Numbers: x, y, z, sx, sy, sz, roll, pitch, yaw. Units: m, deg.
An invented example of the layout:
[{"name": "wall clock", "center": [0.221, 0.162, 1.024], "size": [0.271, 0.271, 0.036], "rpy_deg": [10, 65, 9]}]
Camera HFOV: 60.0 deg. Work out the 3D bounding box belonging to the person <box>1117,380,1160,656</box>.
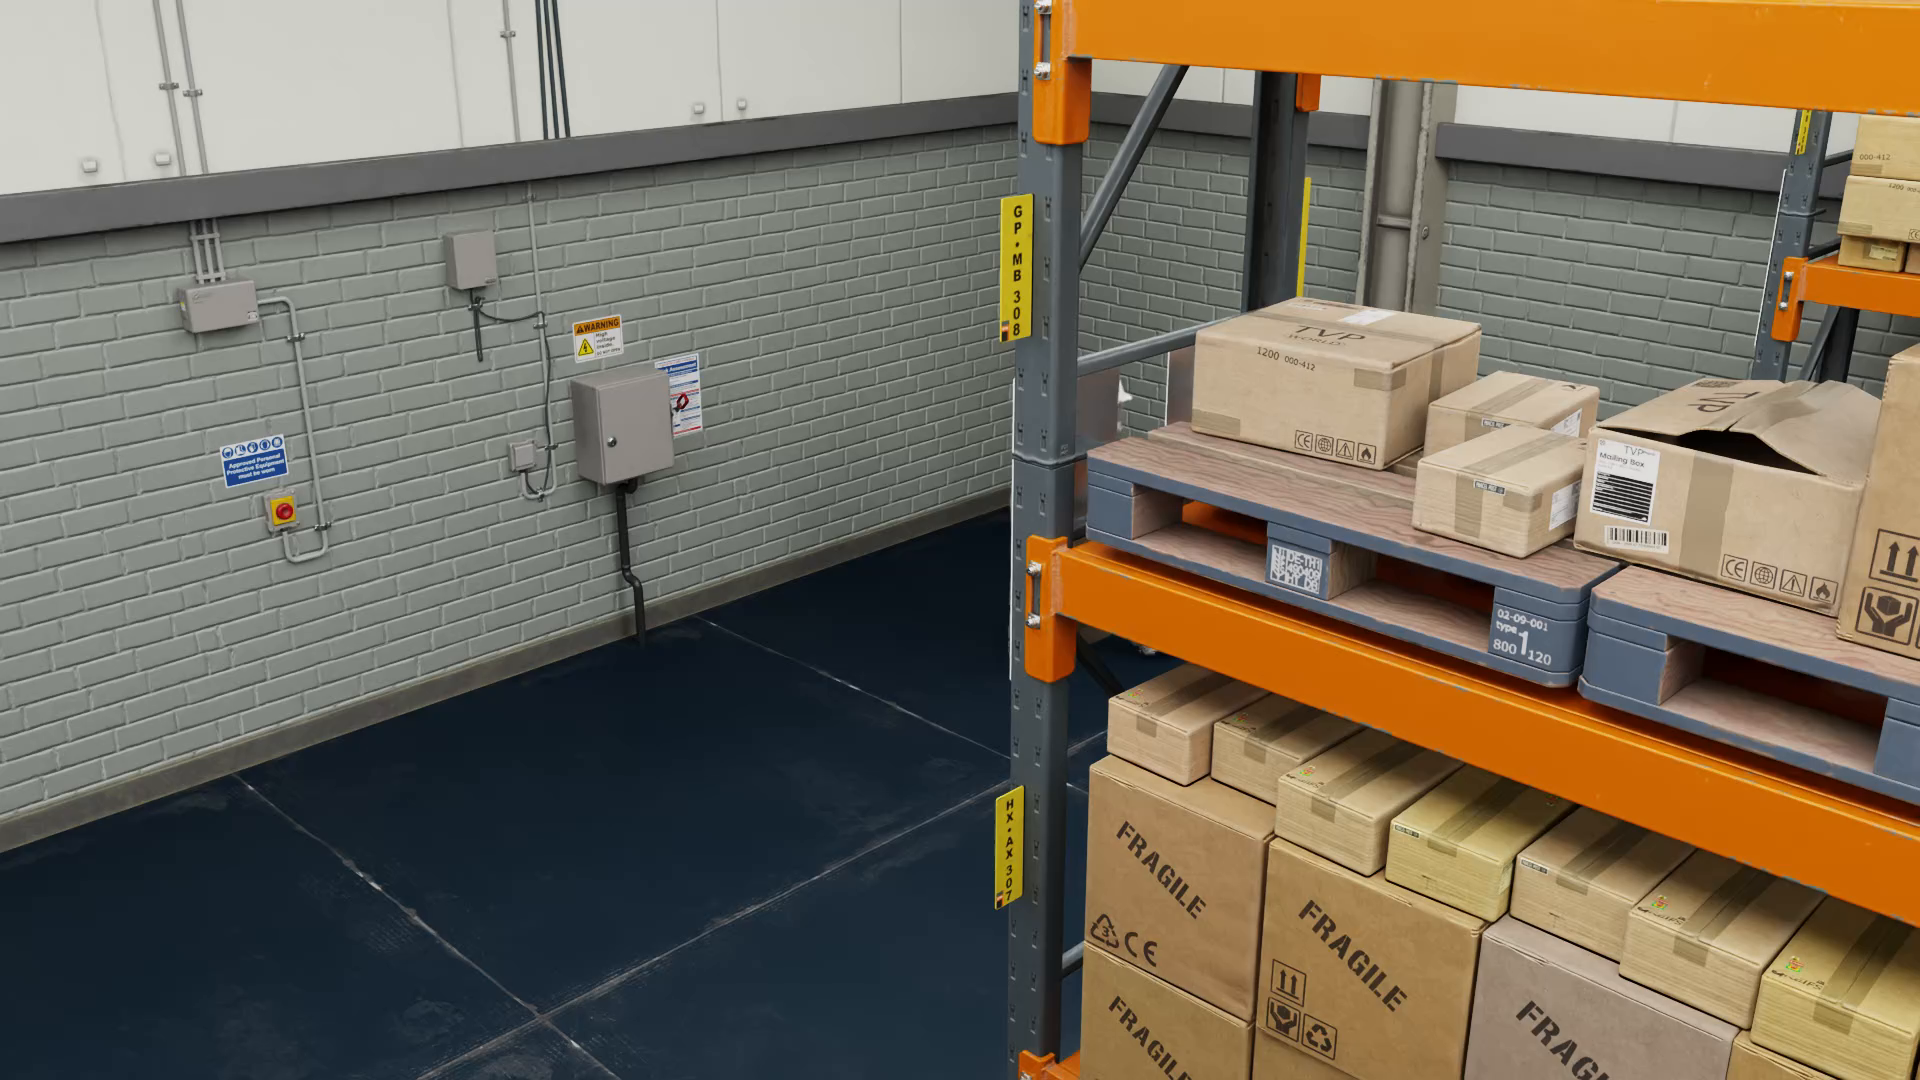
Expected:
[{"name": "person", "center": [0.891, -0.151, 9.928], "size": [0.927, 1.731, 0.572], "rpy_deg": [-7, 21, -17]}]
